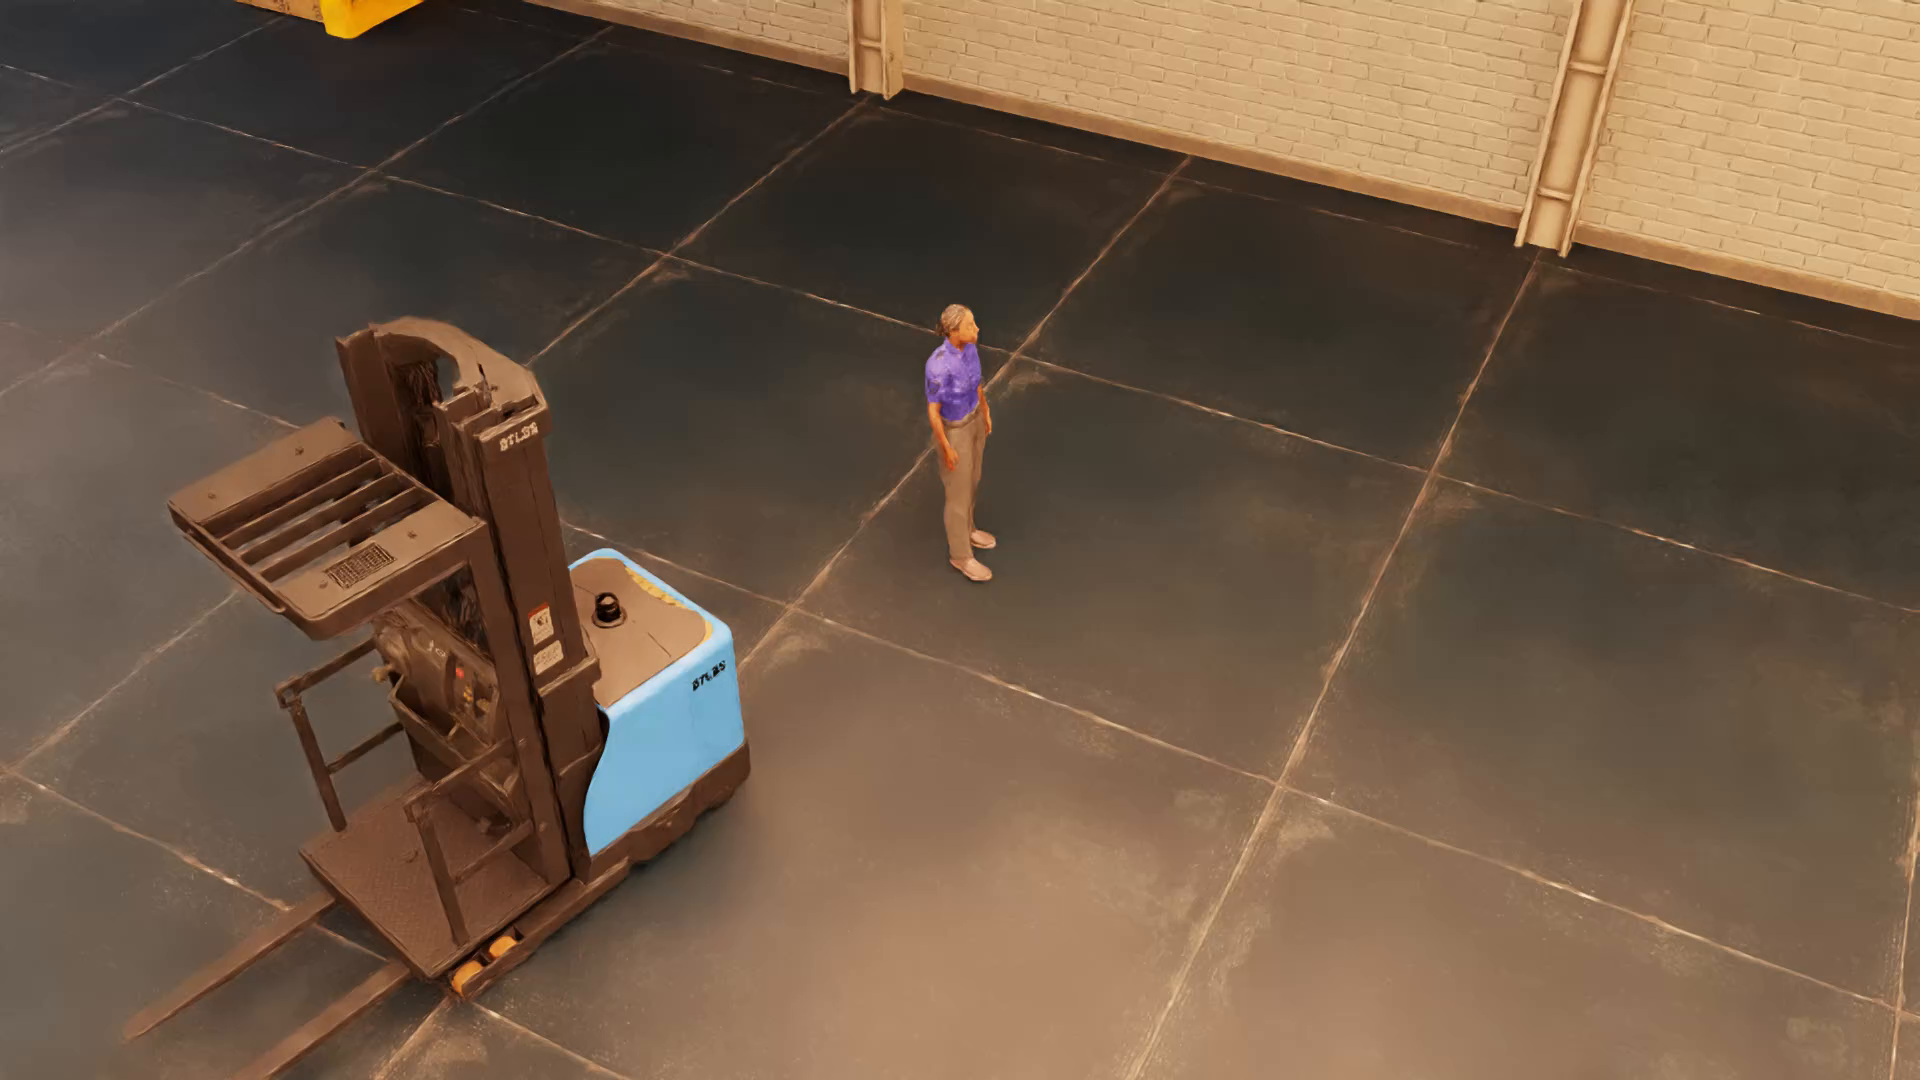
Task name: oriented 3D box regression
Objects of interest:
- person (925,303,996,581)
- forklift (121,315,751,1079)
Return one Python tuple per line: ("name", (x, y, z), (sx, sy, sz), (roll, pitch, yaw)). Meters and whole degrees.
("person", (0.069, -0.601, 9.680), (0.503, 1.654, 0.570), (18, 43, 21))
("forklift", (-2.452, 0.633, 7.235), (1.130, 2.935, 3.031), (30, 48, 31))
